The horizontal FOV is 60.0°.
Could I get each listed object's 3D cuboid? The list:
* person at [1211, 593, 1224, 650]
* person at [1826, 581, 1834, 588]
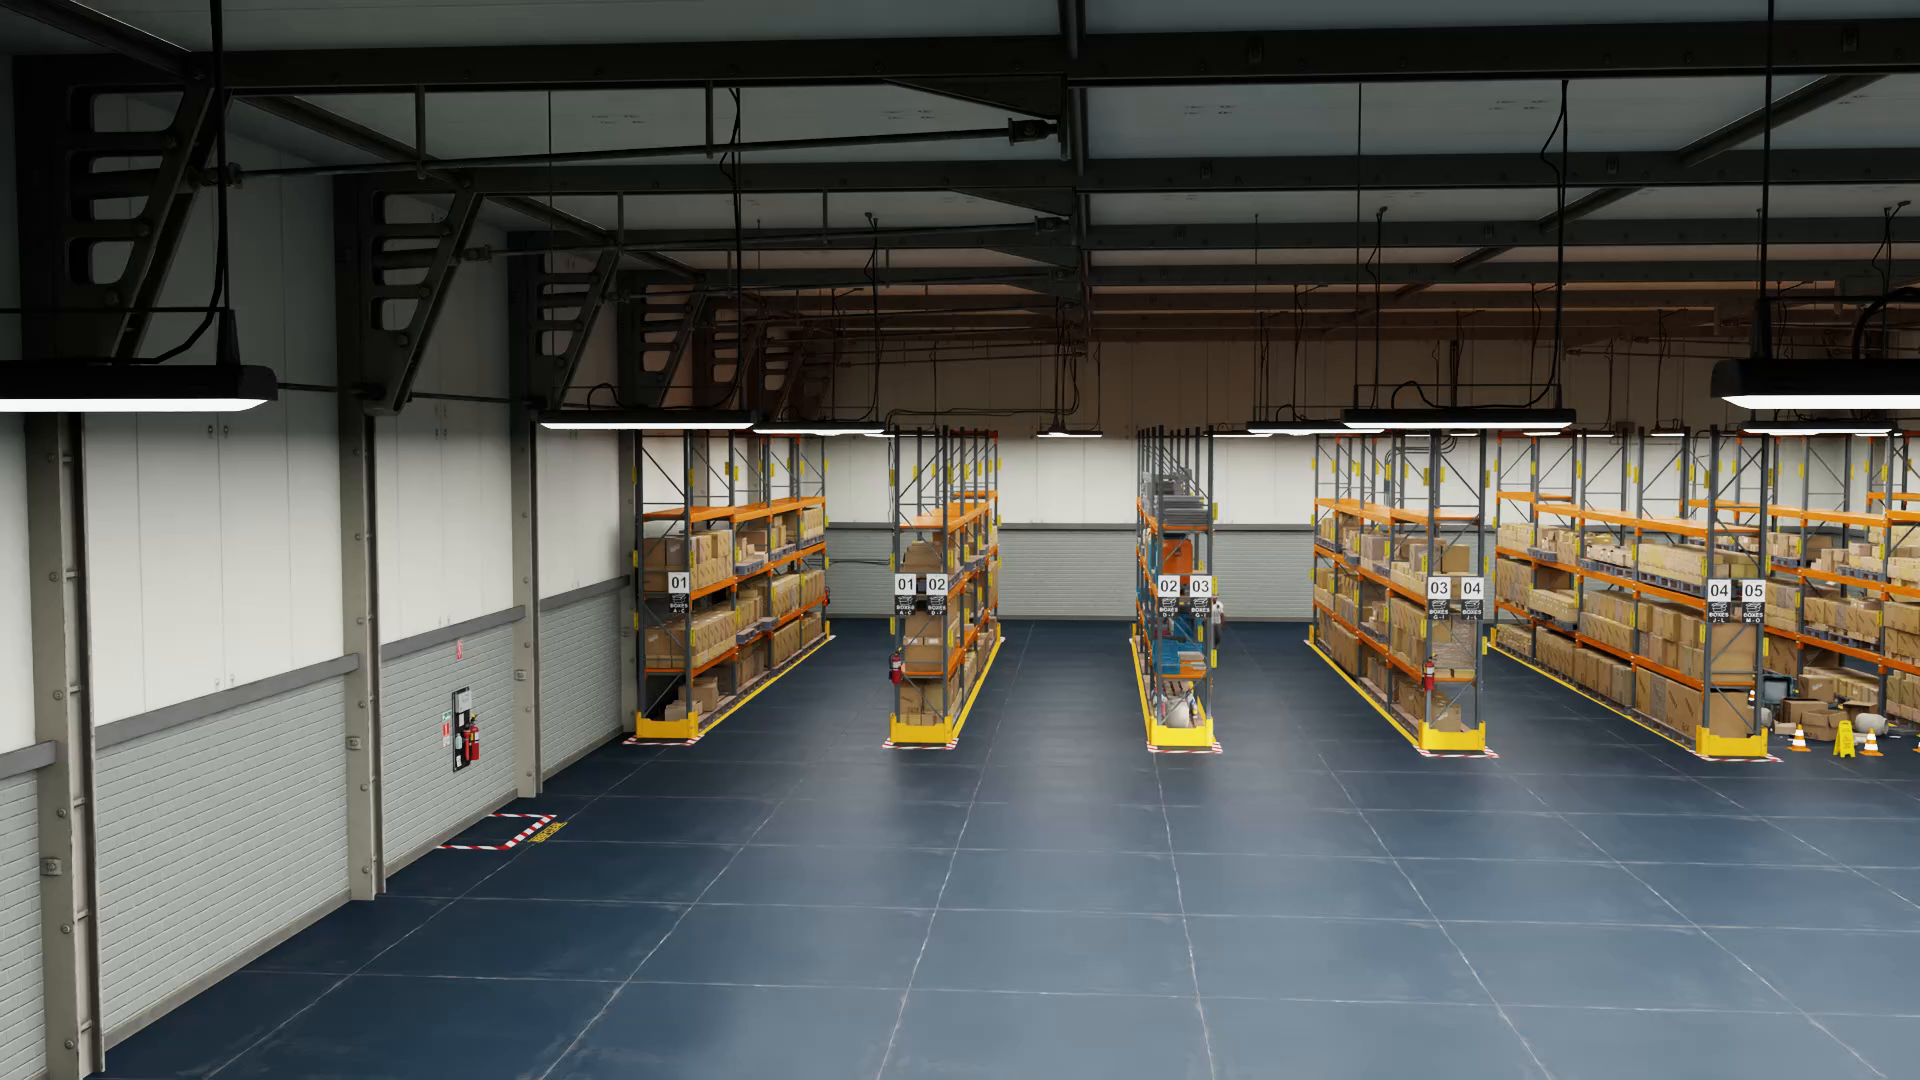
[{"bbox_3d":[6.840,2.208,44.589,0.454,1.640,0.863,0,3,2],"label":"person"},{"bbox_3d":[24.147,2.056,46.342,0.600,1.846,0.598,-1,4,-20],"label":"person"}]
